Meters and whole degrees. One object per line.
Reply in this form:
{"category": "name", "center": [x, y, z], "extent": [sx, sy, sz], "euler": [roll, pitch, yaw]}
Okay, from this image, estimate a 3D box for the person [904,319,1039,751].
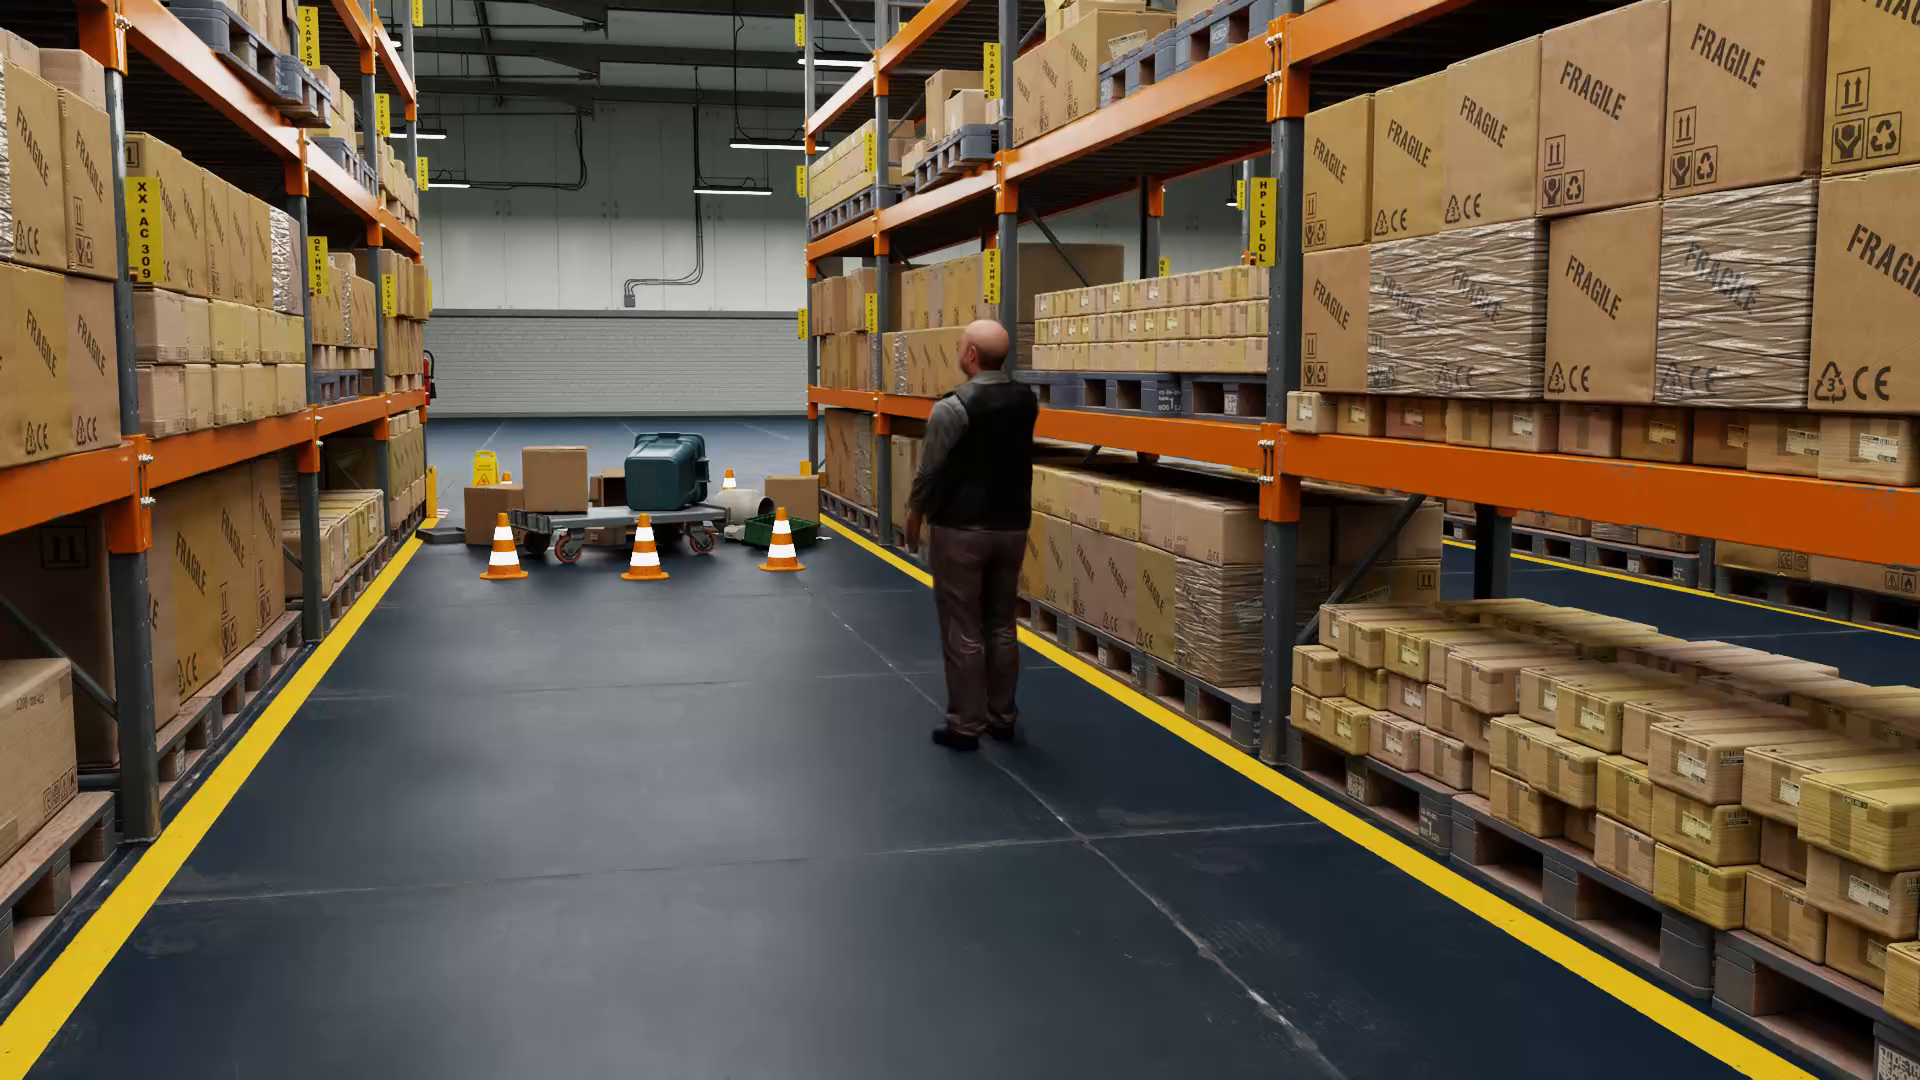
{"category": "person", "center": [0.046, -0.024, 6.759], "extent": [0.556, 1.726, 0.522], "euler": [-5, 8, -37]}
